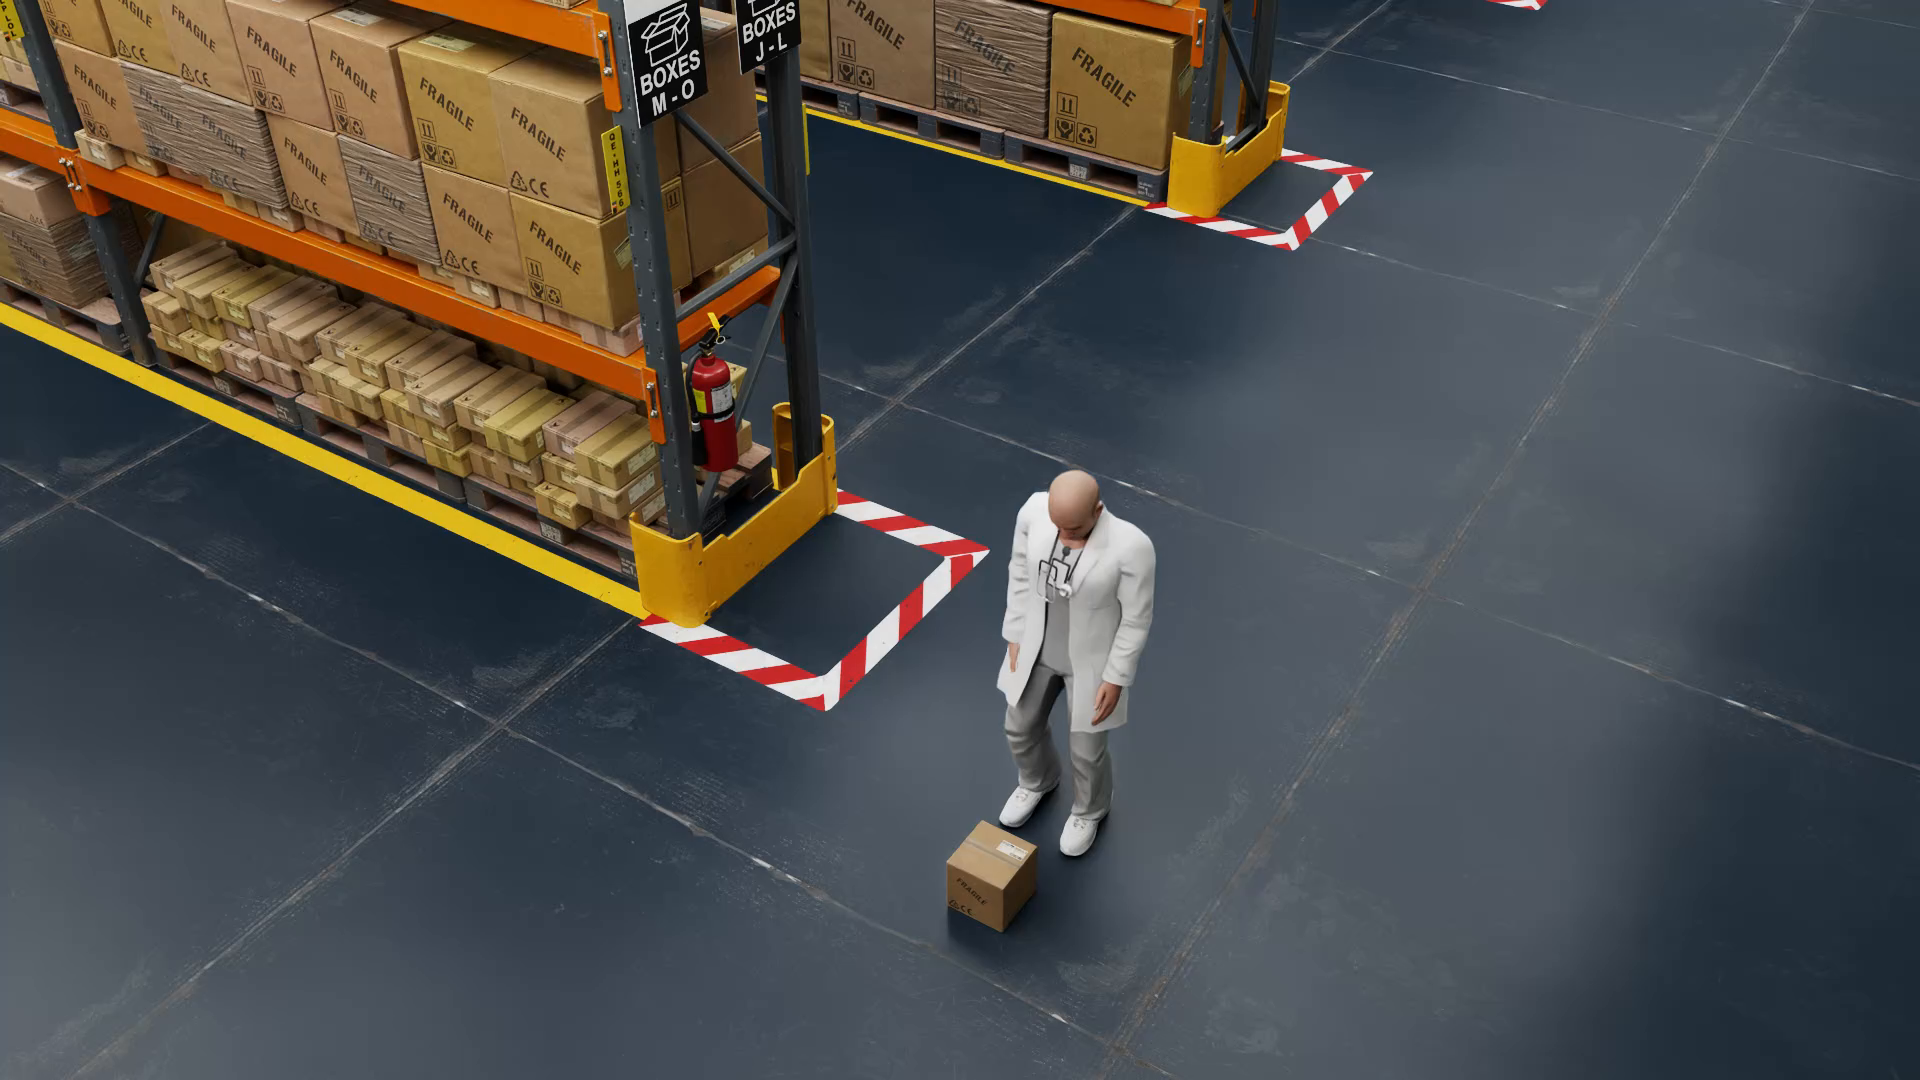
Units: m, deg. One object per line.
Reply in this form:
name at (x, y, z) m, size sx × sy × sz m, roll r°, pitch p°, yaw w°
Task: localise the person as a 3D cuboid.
person at (0.419, 0.435, 6.176) m, size 0.583 × 1.738 × 0.396 m, roll 22°, pitch 43°, yaw 26°
